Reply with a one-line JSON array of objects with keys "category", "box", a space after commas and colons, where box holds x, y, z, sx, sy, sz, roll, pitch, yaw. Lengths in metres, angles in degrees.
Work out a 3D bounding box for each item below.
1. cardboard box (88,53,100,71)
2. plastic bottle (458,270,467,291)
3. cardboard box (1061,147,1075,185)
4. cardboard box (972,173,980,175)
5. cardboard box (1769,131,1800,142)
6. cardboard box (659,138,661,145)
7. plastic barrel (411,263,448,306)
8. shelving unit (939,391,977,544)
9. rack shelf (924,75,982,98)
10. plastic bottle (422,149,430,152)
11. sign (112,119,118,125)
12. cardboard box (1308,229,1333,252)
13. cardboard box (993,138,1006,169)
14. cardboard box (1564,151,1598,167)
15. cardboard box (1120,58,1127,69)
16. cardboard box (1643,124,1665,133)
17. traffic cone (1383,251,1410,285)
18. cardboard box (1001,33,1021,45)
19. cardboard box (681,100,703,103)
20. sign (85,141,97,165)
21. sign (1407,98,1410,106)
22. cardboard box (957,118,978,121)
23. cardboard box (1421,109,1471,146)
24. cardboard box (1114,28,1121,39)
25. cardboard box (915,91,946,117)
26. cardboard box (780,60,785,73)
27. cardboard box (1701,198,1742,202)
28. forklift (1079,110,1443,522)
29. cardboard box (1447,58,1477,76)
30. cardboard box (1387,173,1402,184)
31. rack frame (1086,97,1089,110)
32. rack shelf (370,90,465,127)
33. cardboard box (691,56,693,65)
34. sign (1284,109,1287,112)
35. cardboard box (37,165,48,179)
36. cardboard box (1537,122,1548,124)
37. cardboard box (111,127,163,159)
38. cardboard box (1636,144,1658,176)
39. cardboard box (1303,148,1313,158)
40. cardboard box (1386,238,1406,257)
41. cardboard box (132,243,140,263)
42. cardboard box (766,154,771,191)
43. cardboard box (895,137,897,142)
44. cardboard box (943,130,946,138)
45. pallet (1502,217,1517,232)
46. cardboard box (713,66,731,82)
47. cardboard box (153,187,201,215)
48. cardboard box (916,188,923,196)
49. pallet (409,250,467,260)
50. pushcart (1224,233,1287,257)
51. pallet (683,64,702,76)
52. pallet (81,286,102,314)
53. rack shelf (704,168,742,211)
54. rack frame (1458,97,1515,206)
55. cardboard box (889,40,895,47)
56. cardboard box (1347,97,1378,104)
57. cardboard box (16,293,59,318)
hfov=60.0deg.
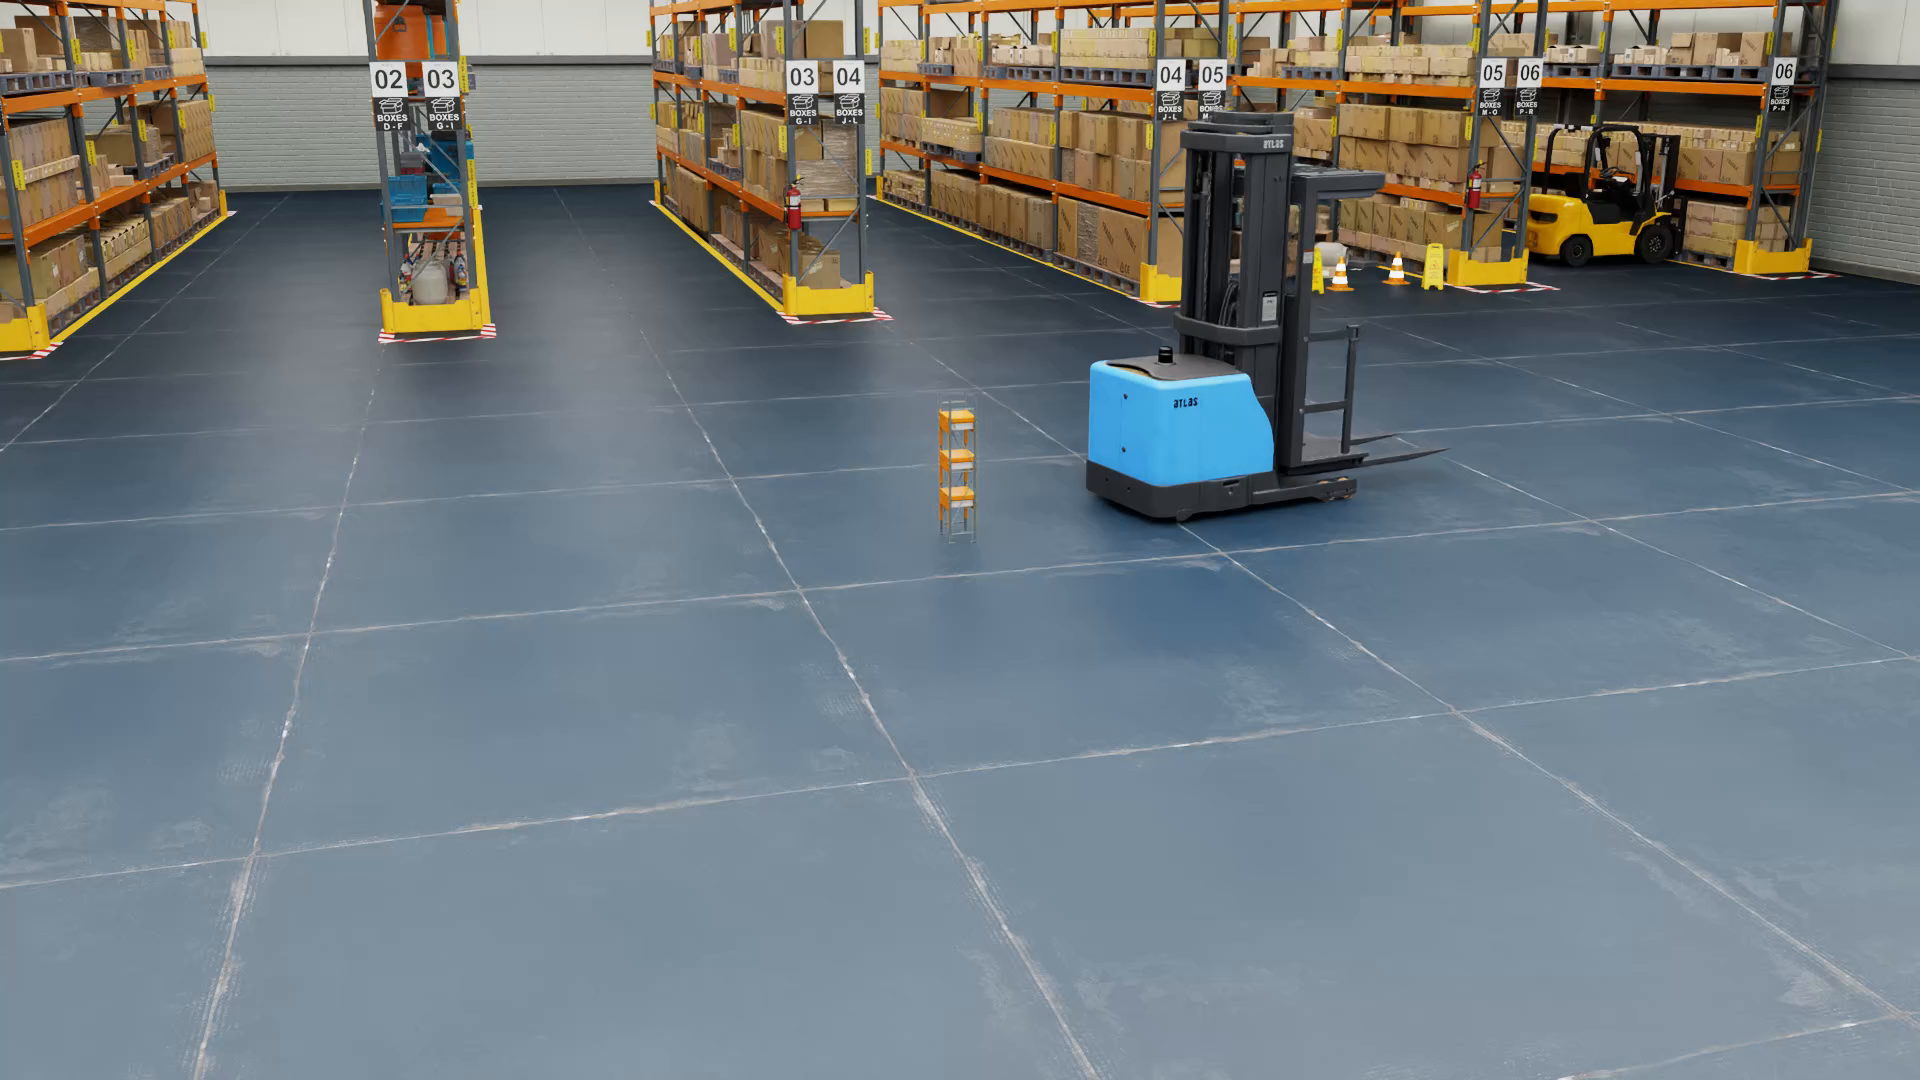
[{"category": "cardboard box", "box": [-12.953, -7.009, 24.389, 0.500, 0.250, 0.500, -5, 17, -16]}, {"category": "plastic bottle", "box": [-6.676, -3.475, 22.285, 0.097, 0.271, 0.097, 0, 17, 0]}, {"category": "cardboard box", "box": [2.096, -5.878, 26.045, 0.875, 0.550, 0.550, -5, 17, -15]}, {"category": "cardboard box", "box": [0.519, -7.009, 32.382, 0.500, 0.250, 0.500, -6, 18, -18]}, {"category": "cardboard box", "box": [12.698, -6.224, 25.641, 0.380, 0.149, 0.250, -5, 17, -16]}, {"category": "cardboard box", "box": [-6.189, -8.476, 35.392, 0.380, 0.149, 0.250, -5, 17, -17]}, {"category": "plastic barrel", "box": [-6.731, -3.231, 21.087, 0.421, 0.512, 0.421, 0, 17, 0]}, {"category": "shelving unit", "box": [-0.015, -0.518, 11.850, 0.215, 1.050, 0.252, -5, 17, -15]}, {"category": "rack shelf", "box": [0.334, -8.659, 31.600, 1.077, 0.370, 4.000, -5, 17, -15]}, {"category": "plastic bottle", "box": [-9.613, -6.903, 29.933, 0.152, 0.276, 0.135, -5, 17, -15]}, {"category": "sign", "box": [-15.058, -7.343, 29.679, 0.100, 0.325, 0.005, -5, 17, -15]}, {"category": "cardboard box", "box": [5.700, -4.727, 26.814, 0.500, 0.500, 0.500, 7, 18, 23]}, {"category": "cardboard box", "box": [0.890, -6.776, 29.121, 0.500, 0.500, 0.500, -5, 17, -16]}, {"category": "cardboard box", "box": [11.096, -6.767, 29.526, 0.500, 0.250, 0.500, -4, 17, -14]}, {"category": "cardboard box", "box": [2.456, -6.642, 23.168, 0.380, 0.149, 0.250, -5, 17, -15]}, {"category": "cardboard box", "box": [11.595, -6.825, 27.642, 0.380, 0.149, 0.250, -5, 17, -16]}, {"category": "traffic cone", "box": [6.455, -4.022, 24.537, 0.336, 0.463, 0.334, -5, 17, -15]}, {"category": "cardboard box", "box": [0.896, -9.141, 30.451, 0.396, 0.266, 0.258, -5, 17, -15]}, {"category": "cardboard box", "box": [-5.725, -9.178, 35.733, 0.500, 0.500, 0.500, -4, 17, -15]}, {"category": "sign", "box": [-11.807, -5.258, 22.599, 0.100, 0.325, 0.005, -5, 17, -15]}, {"category": "sign", "box": [9.820, -9.532, 36.459, 0.100, 0.325, 0.005, -5, 17, -15]}, {"category": "cardboard box", "box": [0.157, -8.316, 33.095, 0.380, 0.149, 0.250, -5, 17, -17]}, {"category": "cardboard box", "box": [7.331, -6.154, 24.796, 0.700, 0.500, 0.500, -5, 17, -15]}, {"category": "cardboard box", "box": [2.385, -7.095, 23.291, 0.380, 0.149, 0.250, -5, 17, -15]}, {"category": "cardboard box", "box": [-0.605, -8.898, 33.931, 0.500, 0.500, 0.500, -5, 18, -17]}, {"category": "cardboard box", "box": [-2.091, -6.044, 21.214, 0.380, 0.149, 0.250, -5, 17, -15]}, {"category": "cardboard box", "box": [12.367, -5.402, 27.032, 0.500, 0.250, 0.500, -5, 17, -16]}, {"category": "forklift", "box": [2.480, -1.816, 12.901, 3.031, 2.935, 1.130, -9, 19, -27]}, {"category": "cardboard box", "box": [7.414, -6.847, 24.063, 0.500, 0.250, 0.500, -5, 17, -16]}, {"category": "cardboard box", "box": [6.931, -5.672, 26.056, 0.380, 0.149, 0.250, -5, 17, -15]}, {"category": "rack frame", "box": [3.416, -9.646, 38.850, 1.000, 3.000, 0.127, -5, 17, -15]}, {"category": "rack shelf", "box": [-7.027, -5.690, 21.718, 1.077, 0.370, 4.000, -5, 17, -15]}, {"category": "cardboard box", "box": [-4.748, -8.849, 30.691, 0.380, 0.149, 0.250, -5, 18, -18]}, {"category": "sign", "box": [6.134, -7.995, 31.479, 0.100, 0.325, 0.005, -5, 17, -15]}, {"category": "cardboard box", "box": [-11.563, -4.564, 20.630, 0.380, 0.149, 0.250, -5, 17, -15]}, {"category": "cardboard box", "box": [10.994, -7.830, 31.504, 0.380, 0.149, 0.250, -5, 17, -16]}, {"category": "cardboard box", "box": [-13.994, -6.739, 28.268, 0.700, 0.500, 0.500, -10, 19, -29]}, {"category": "cardboard box", "box": [11.656, -6.342, 27.676, 0.500, 0.500, 0.500, -5, 17, -16]}, {"category": "cardboard box", "box": [6.147, -6.671, 28.652, 0.380, 0.149, 0.250, -5, 17, -16]}, {"category": "cardboard box", "box": [7.049, -4.595, 26.084, 0.500, 0.250, 0.500, -5, 18, -17]}, {"category": "cardboard box", "box": [-12.780, -4.344, 25.248, 0.500, 0.250, 0.500, -4, 17, -14]}, {"category": "cardboard box", "box": [-2.188, -5.052, 22.865, 0.875, 0.500, 0.500, -5, 17, -15]}, {"category": "cardboard box", "box": [-1.206, -8.784, 36.417, 0.380, 0.149, 0.250, -4, 17, -13]}, {"category": "cardboard box", "box": [-0.118, -7.766, 31.780, 0.380, 0.149, 0.250, -5, 17, -16]}, {"category": "pallet", "box": [10.907, -5.923, 31.304, 1.003, 0.211, 1.213, -5, 17, -15]}, {"category": "cardboard box", "box": [-3.738, -7.581, 27.021, 0.500, 0.250, 0.500, -4, 17, -14]}, {"category": "cardboard box", "box": [-15.060, -6.508, 31.978, 0.797, 0.503, 0.637, -5, 17, -15]}, {"category": "cardboard box", "box": [-0.694, -7.234, 34.529, 0.380, 0.149, 0.250, -6, 18, -18]}, {"category": "pallet", "box": [-8.168, -4.368, 26.127, 1.003, 0.211, 1.213, -5, 17, -15]}, {"category": "pushcart", "box": [4.536, -4.877, 27.530, 1.648, 0.377, 0.936, -12, 20, -34]}, {"category": "pallet", "box": [-4.713, -8.851, 31.323, 0.805, 0.209, 1.217, -5, 18, -17]}, {"category": "pallet", "box": [-12.162, -3.202, 22.245, 1.003, 0.211, 1.213, -5, 17, -15]}, {"category": "rack shelf", "box": [-3.364, -5.752, 27.136, 1.077, 0.370, 4.000, -5, 17, -15]}, {"category": "rack frame", "box": [10.387, -7.826, 32.793, 1.000, 3.000, 0.127, -5, 17, -15]}, {"category": "cardboard box", "box": [-1.322, -10.694, 35.824, 0.380, 0.149, 0.250, -4, 17, -14]}, {"category": "cardboard box", "box": [9.134, -9.796, 37.788, 0.500, 0.500, 0.500, -5, 17, -17]}, {"category": "cardboard box", "box": [-11.315, -2.843, 20.251, 0.500, 0.250, 0.500, -5, 17, -15]}]
